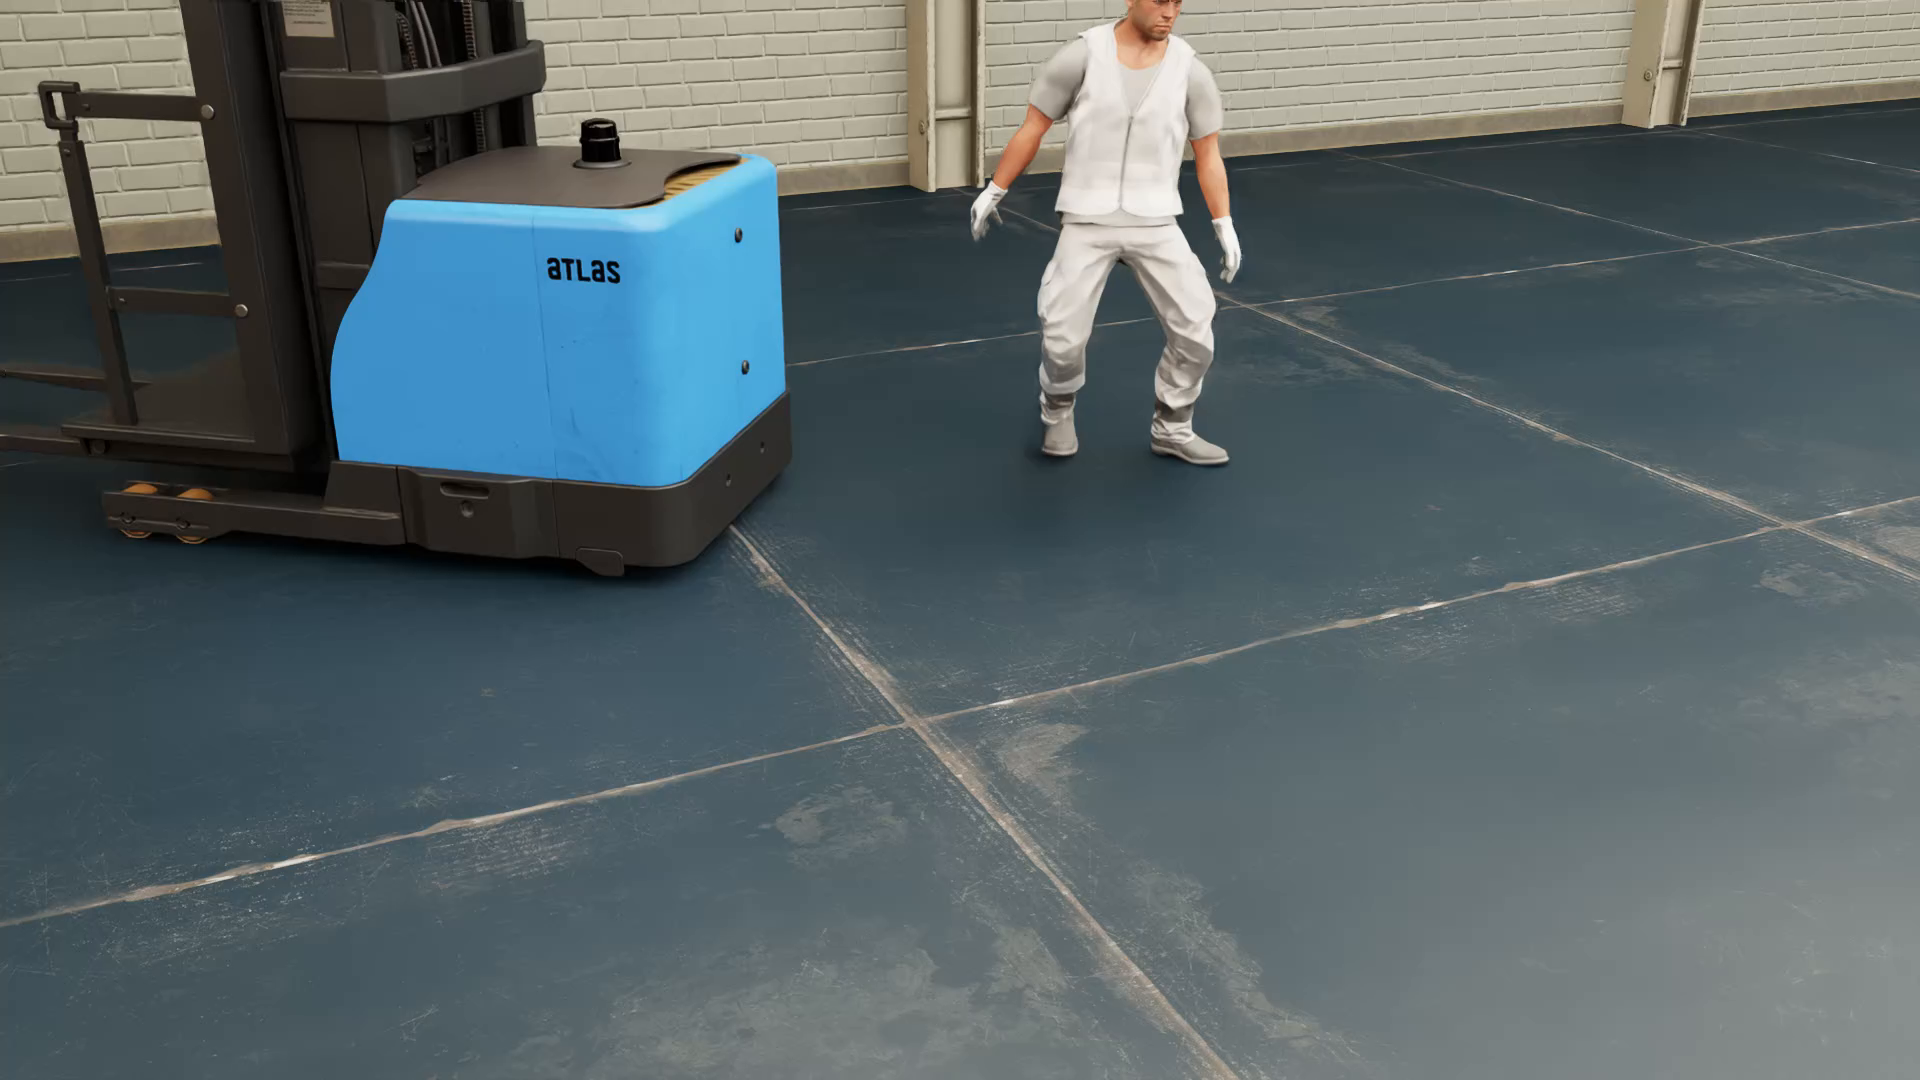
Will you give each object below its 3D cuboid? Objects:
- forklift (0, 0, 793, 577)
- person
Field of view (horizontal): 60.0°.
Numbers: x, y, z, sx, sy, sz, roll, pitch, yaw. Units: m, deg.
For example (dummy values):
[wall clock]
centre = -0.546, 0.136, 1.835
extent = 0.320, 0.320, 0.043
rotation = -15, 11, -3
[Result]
[forklift]
centre = -2.135, -1.531, 4.971
extent = 3.031, 2.935, 1.130
rotation = 5, 23, 12
[person]
centre = 0.481, -1.074, 5.476
extent = 0.894, 1.702, 0.496
rotation = 1, 23, 2
